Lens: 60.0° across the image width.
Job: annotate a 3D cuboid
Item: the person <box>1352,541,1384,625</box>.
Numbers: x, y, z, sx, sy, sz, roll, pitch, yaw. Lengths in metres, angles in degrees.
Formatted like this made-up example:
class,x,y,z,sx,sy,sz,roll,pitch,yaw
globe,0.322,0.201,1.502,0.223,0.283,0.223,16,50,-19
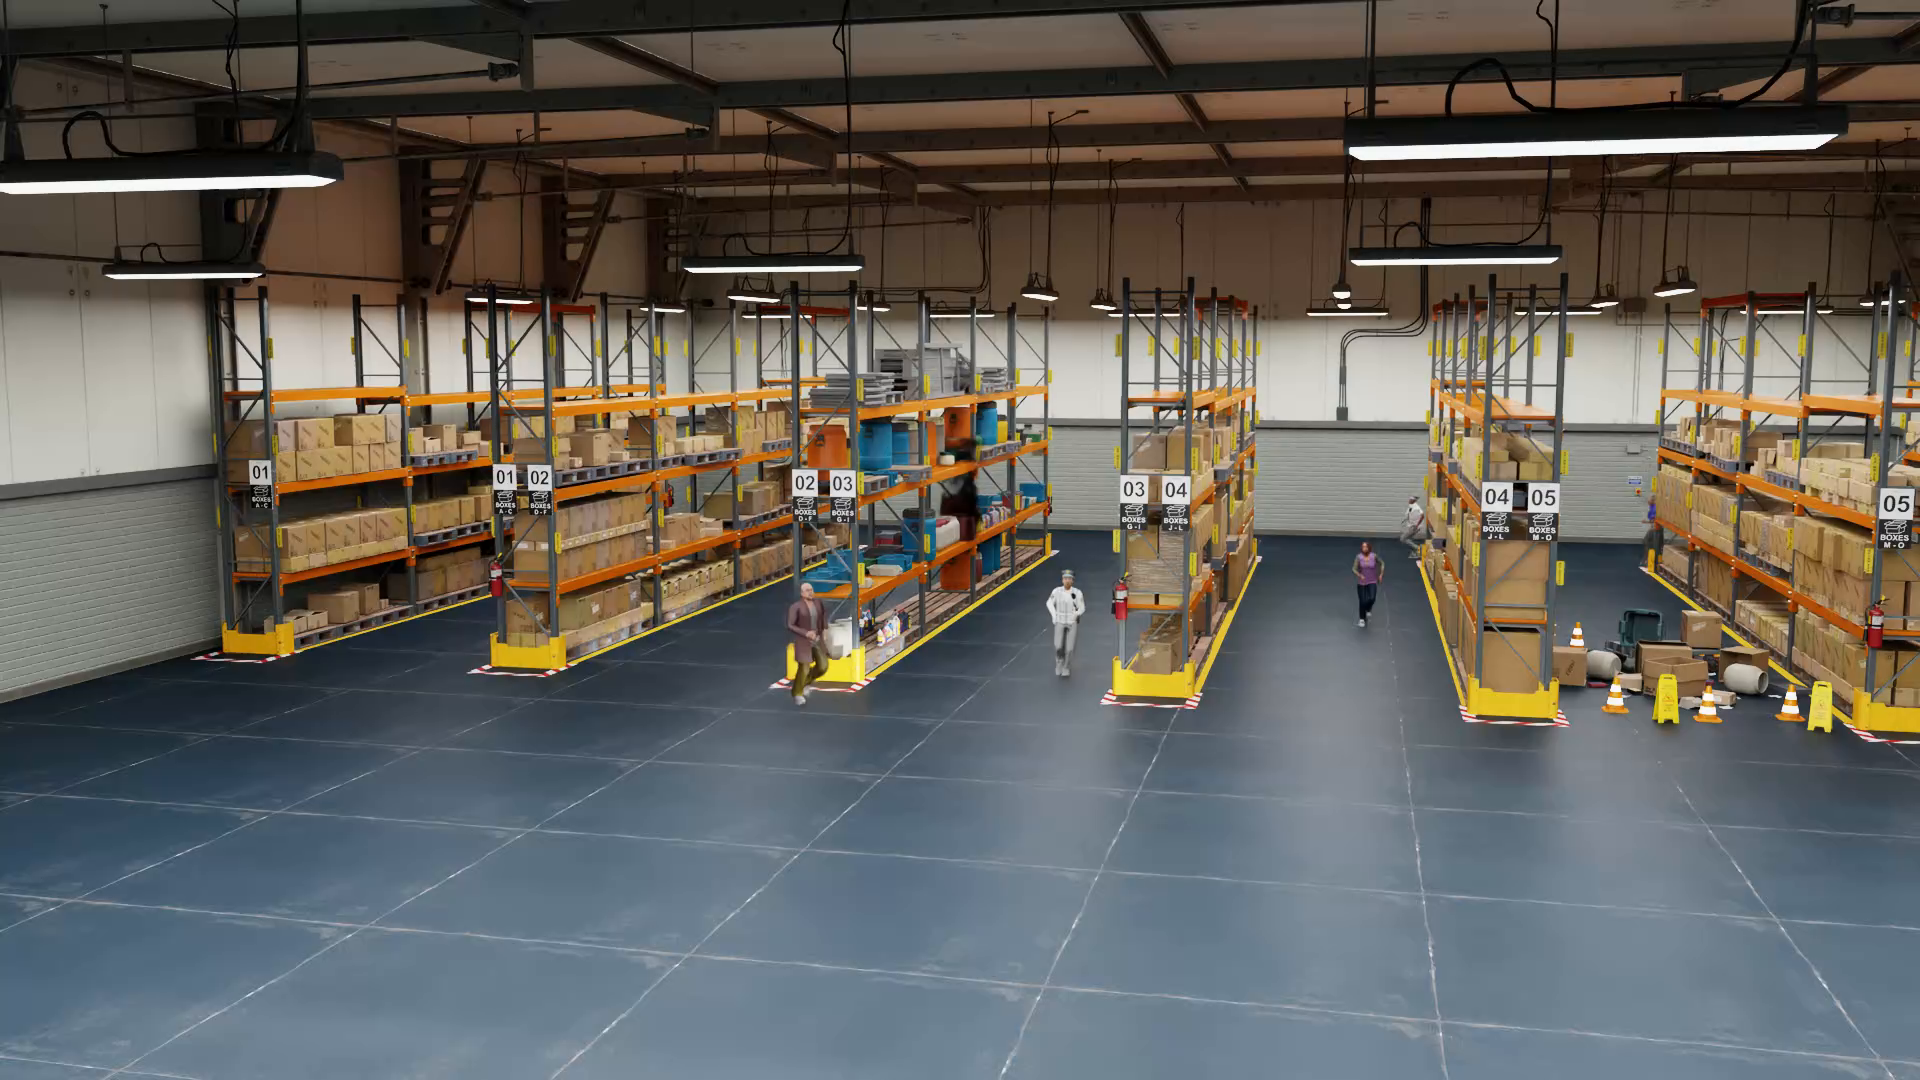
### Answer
class,x,y,z,sx,sy,sz,roll,pitch,yaw
person,7.332,0.796,29.902,0.564,1.554,0.699,2,7,13

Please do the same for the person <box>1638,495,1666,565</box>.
class,x,y,z,sx,sy,sz,roll,pitch,yaw
person,16.133,-0.206,38.431,0.792,1.672,0.554,3,7,21

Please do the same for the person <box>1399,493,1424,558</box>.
class,x,y,z,sx,sy,sz,roll,pitch,yaw
person,10.769,-0.324,39.643,0.551,1.597,0.728,0,7,4

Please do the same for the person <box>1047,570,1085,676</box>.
class,x,y,z,sx,sy,sz,roll,pitch,yaw
person,1.605,1.270,25.280,0.584,1.657,0.585,1,7,5

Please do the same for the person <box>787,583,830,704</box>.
class,x,y,z,sx,sy,sz,roll,pitch,yaw
person,-2.102,1.459,23.396,0.743,1.736,0.764,-5,8,-35
